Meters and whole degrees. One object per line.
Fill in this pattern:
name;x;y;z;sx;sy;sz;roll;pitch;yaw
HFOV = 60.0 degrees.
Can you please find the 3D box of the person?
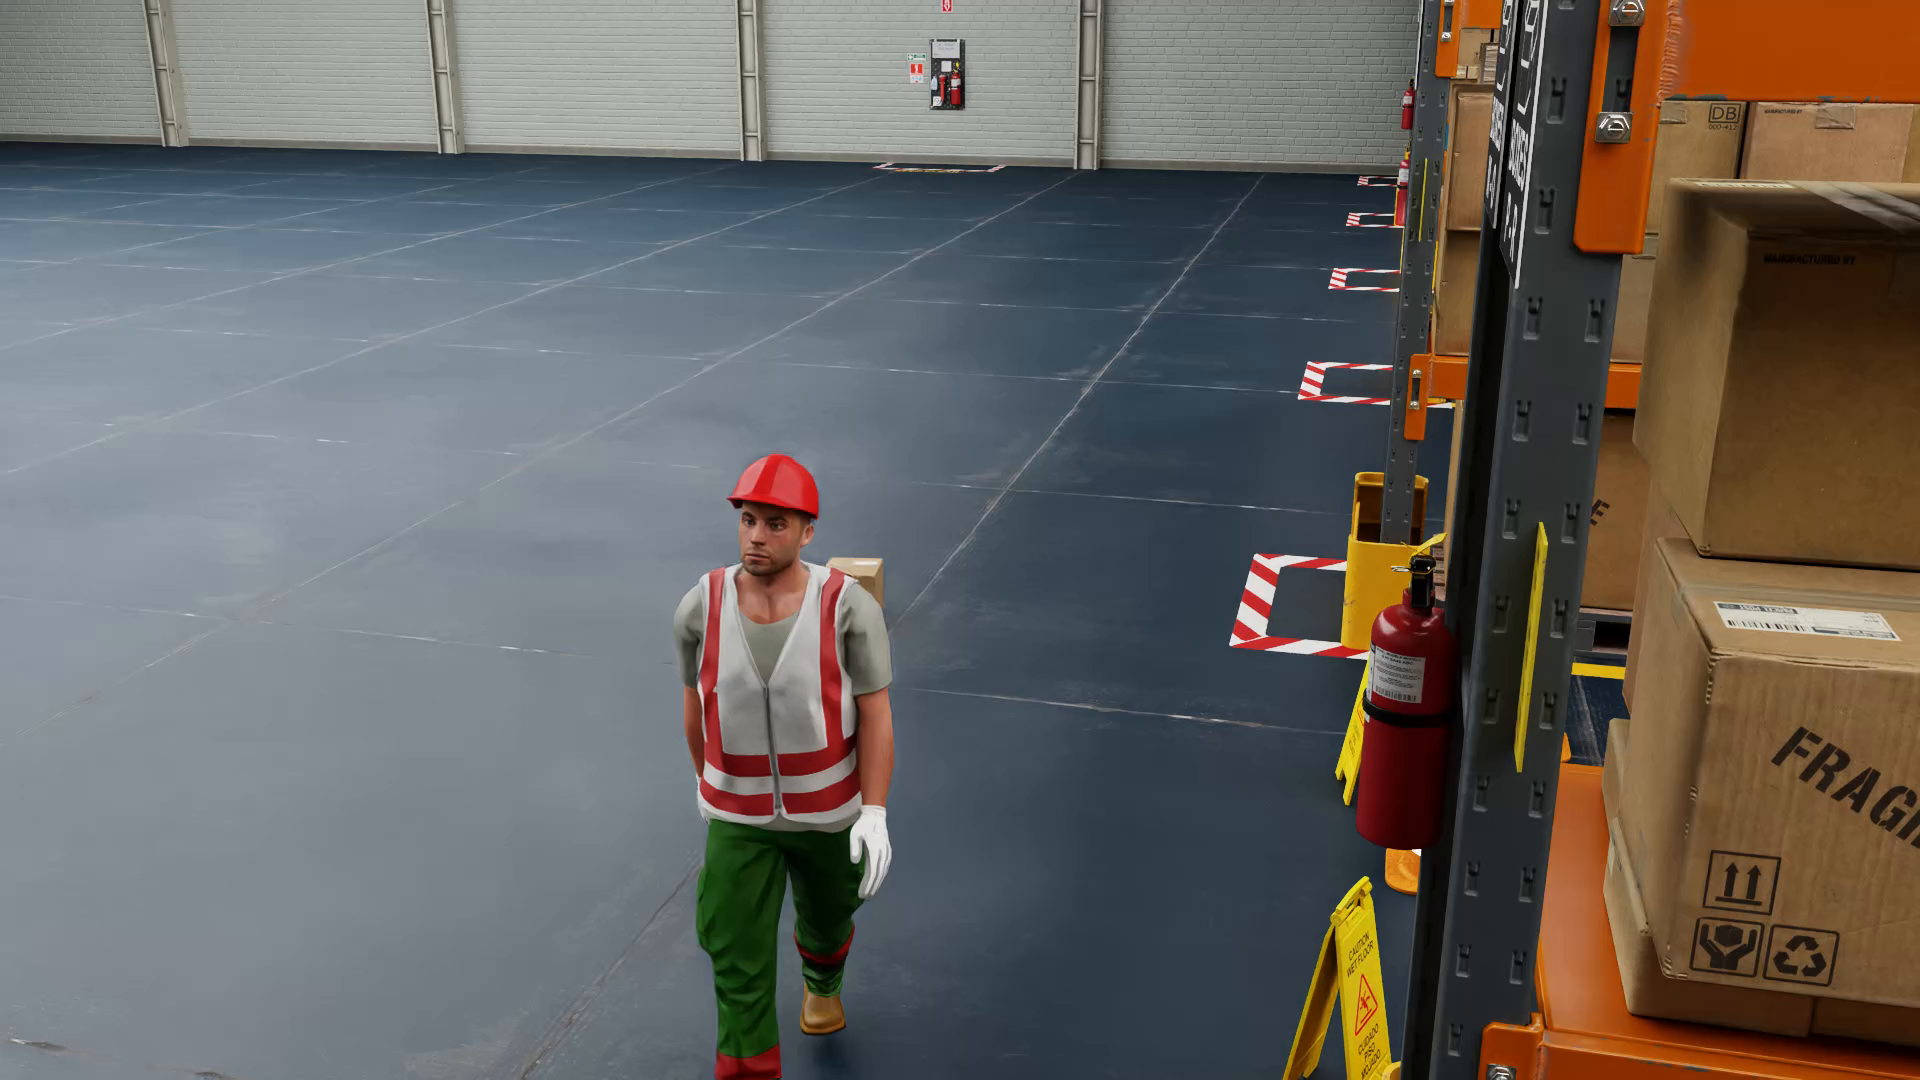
person;-0.420;0.659;4.009;0.527;1.743;1.057;-1;18;-3
